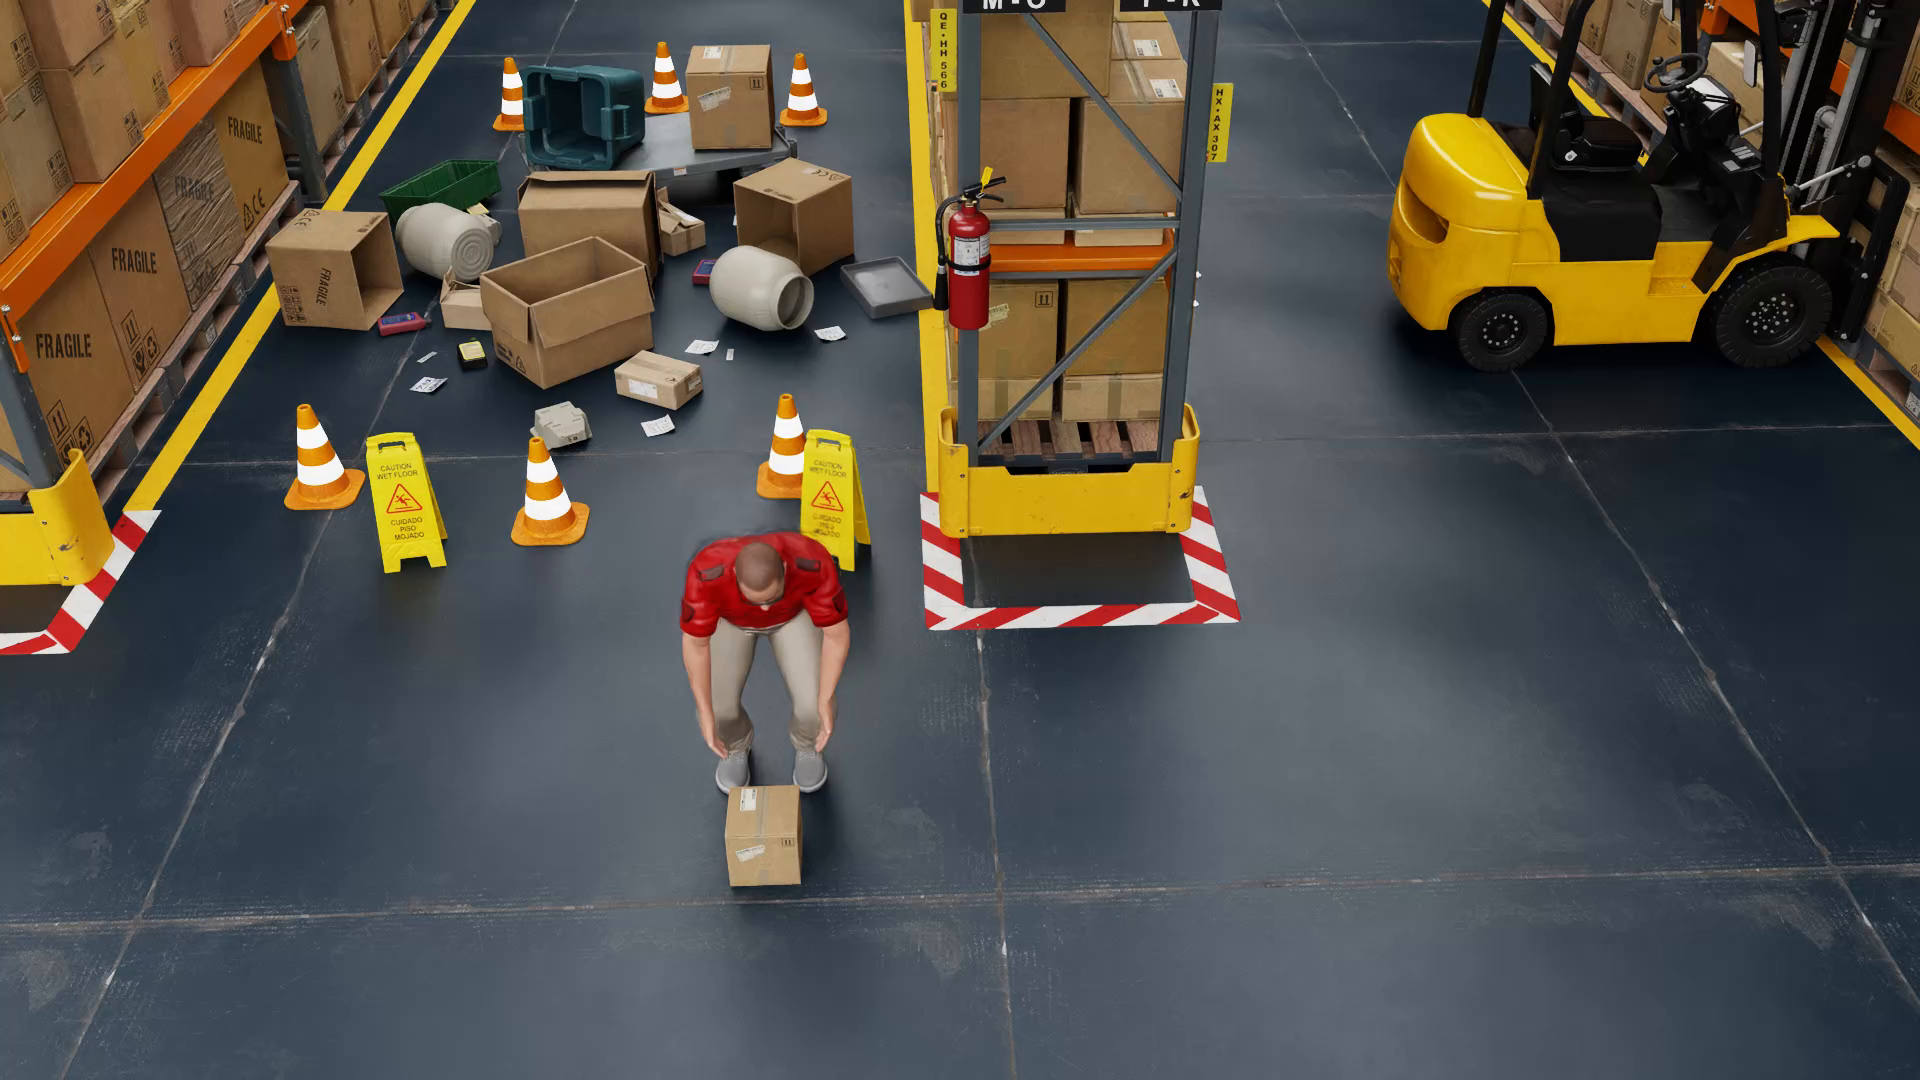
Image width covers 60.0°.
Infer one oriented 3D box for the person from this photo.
[{"bbox_3d":[-0.683,0.385,5.998,0.588,1.289,0.770,-1,35,-2],"label":"person"}]
